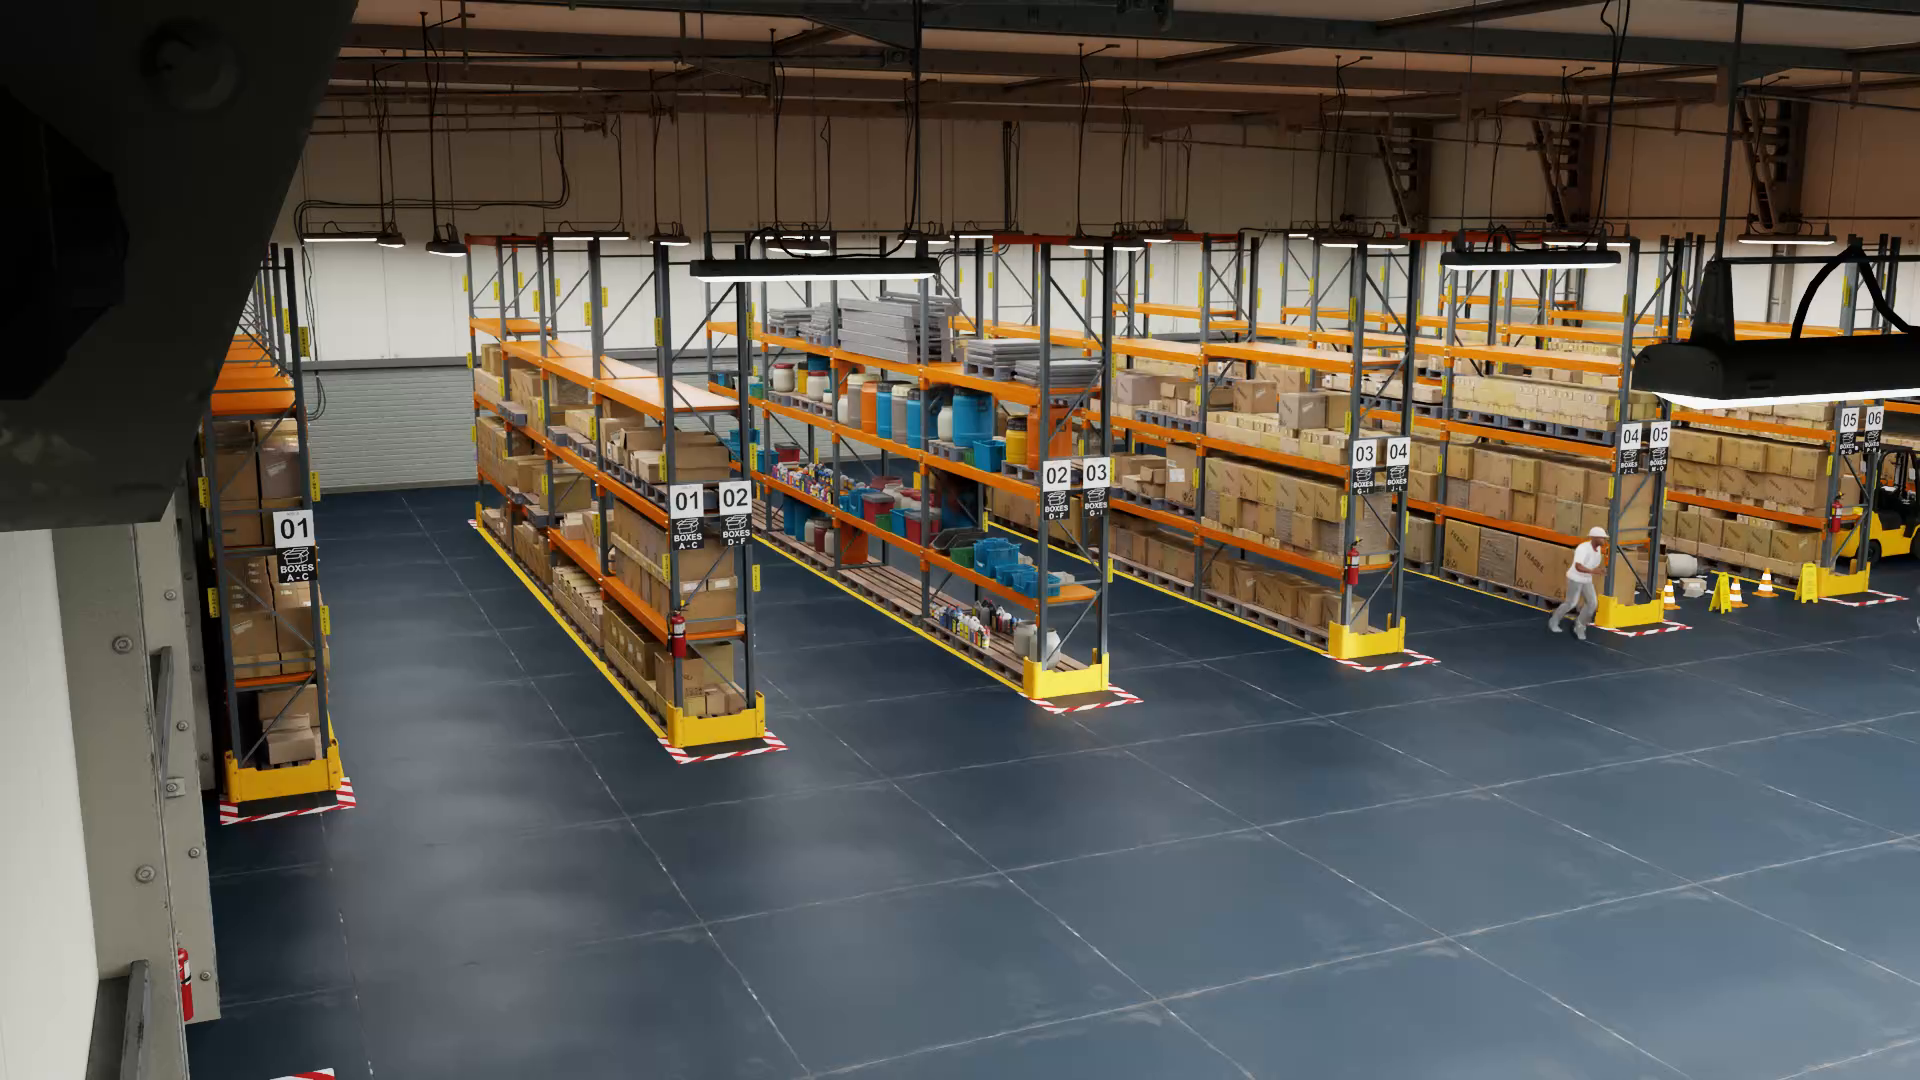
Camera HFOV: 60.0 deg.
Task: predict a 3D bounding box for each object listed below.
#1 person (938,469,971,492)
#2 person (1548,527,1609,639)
[{"bbox_3d":[-0.068,-0.981,33.574,0.621,1.699,0.720,-4,12,-22],"label":"person"},{"bbox_3d":[9.491,0.664,25.401,0.753,1.806,0.833,-9,14,-40],"label":"person"}]
